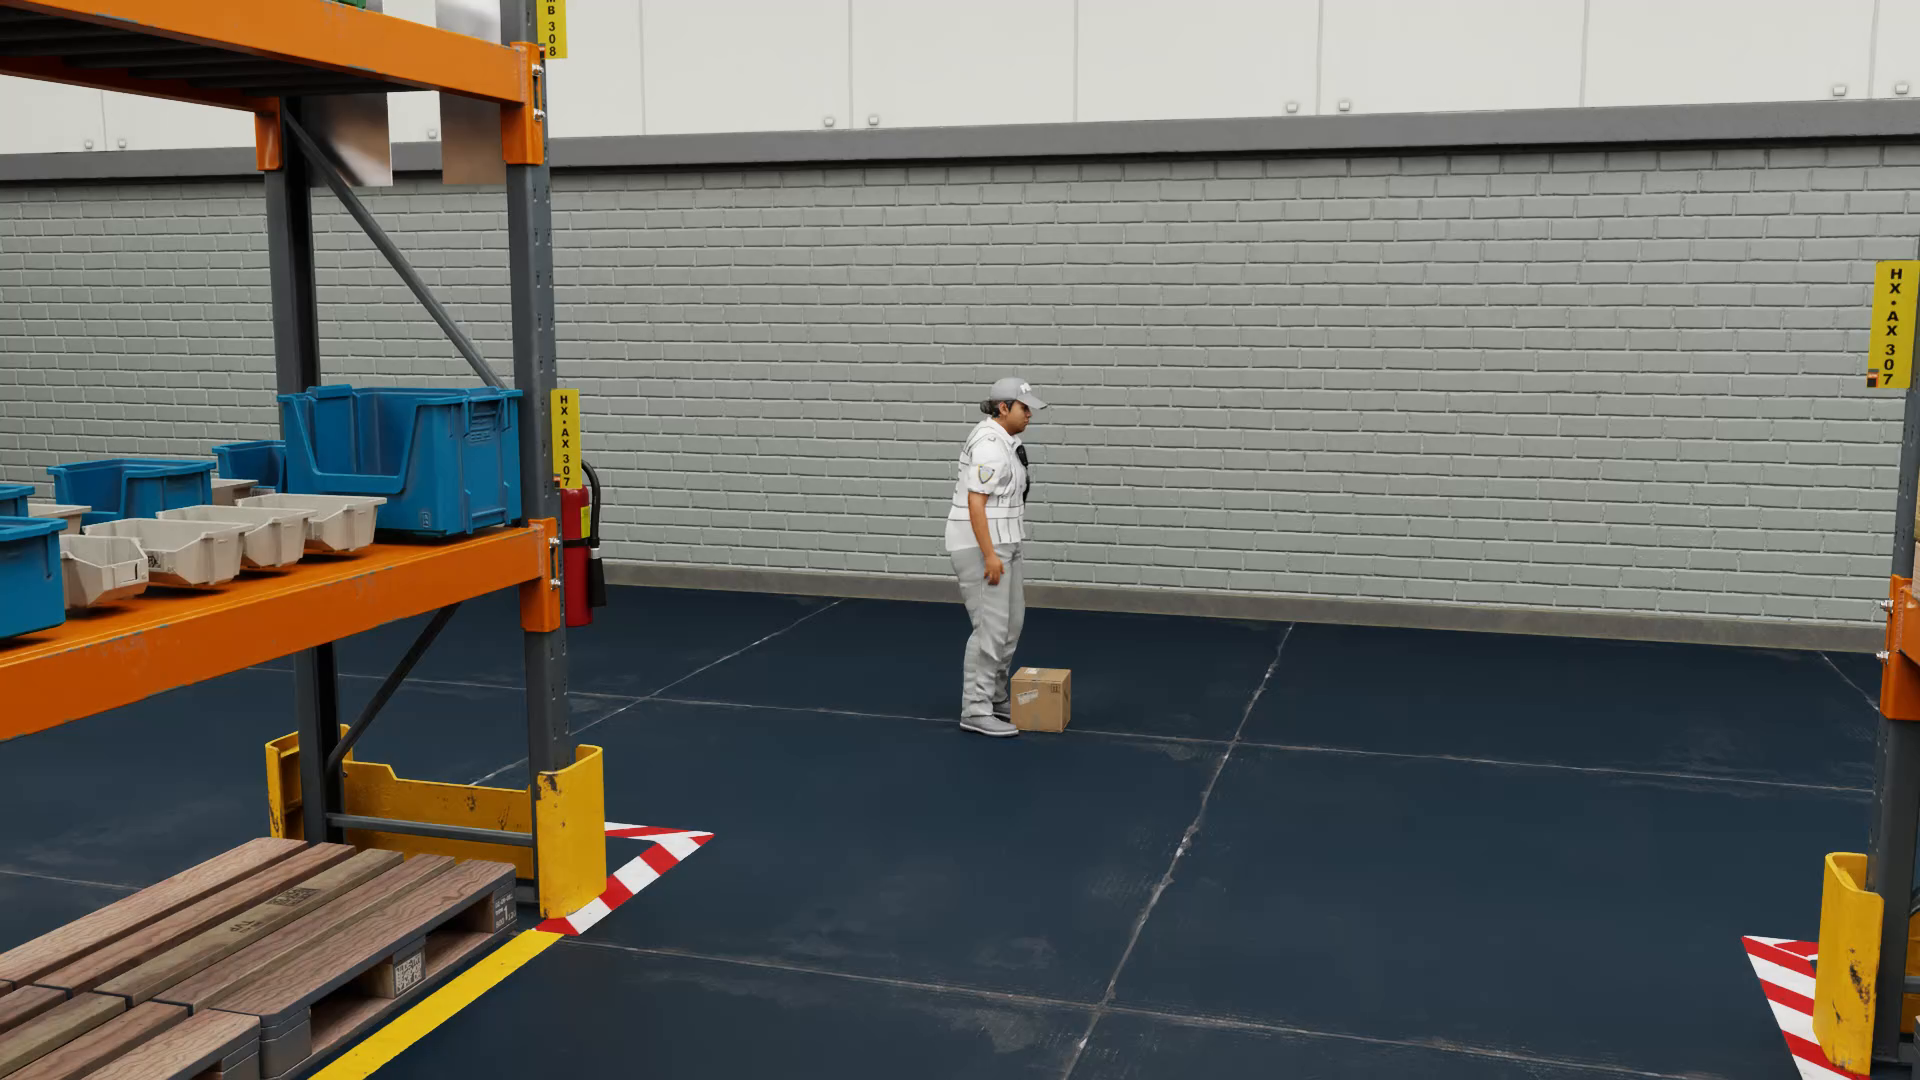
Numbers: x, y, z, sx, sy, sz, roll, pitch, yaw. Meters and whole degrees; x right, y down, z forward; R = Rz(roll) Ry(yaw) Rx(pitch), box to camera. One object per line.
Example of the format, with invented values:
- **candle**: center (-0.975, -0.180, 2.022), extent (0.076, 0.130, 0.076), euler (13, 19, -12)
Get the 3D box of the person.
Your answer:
- **person**: center (0.178, 0.058, 7.924), extent (0.468, 1.667, 0.557), euler (2, 9, 14)
